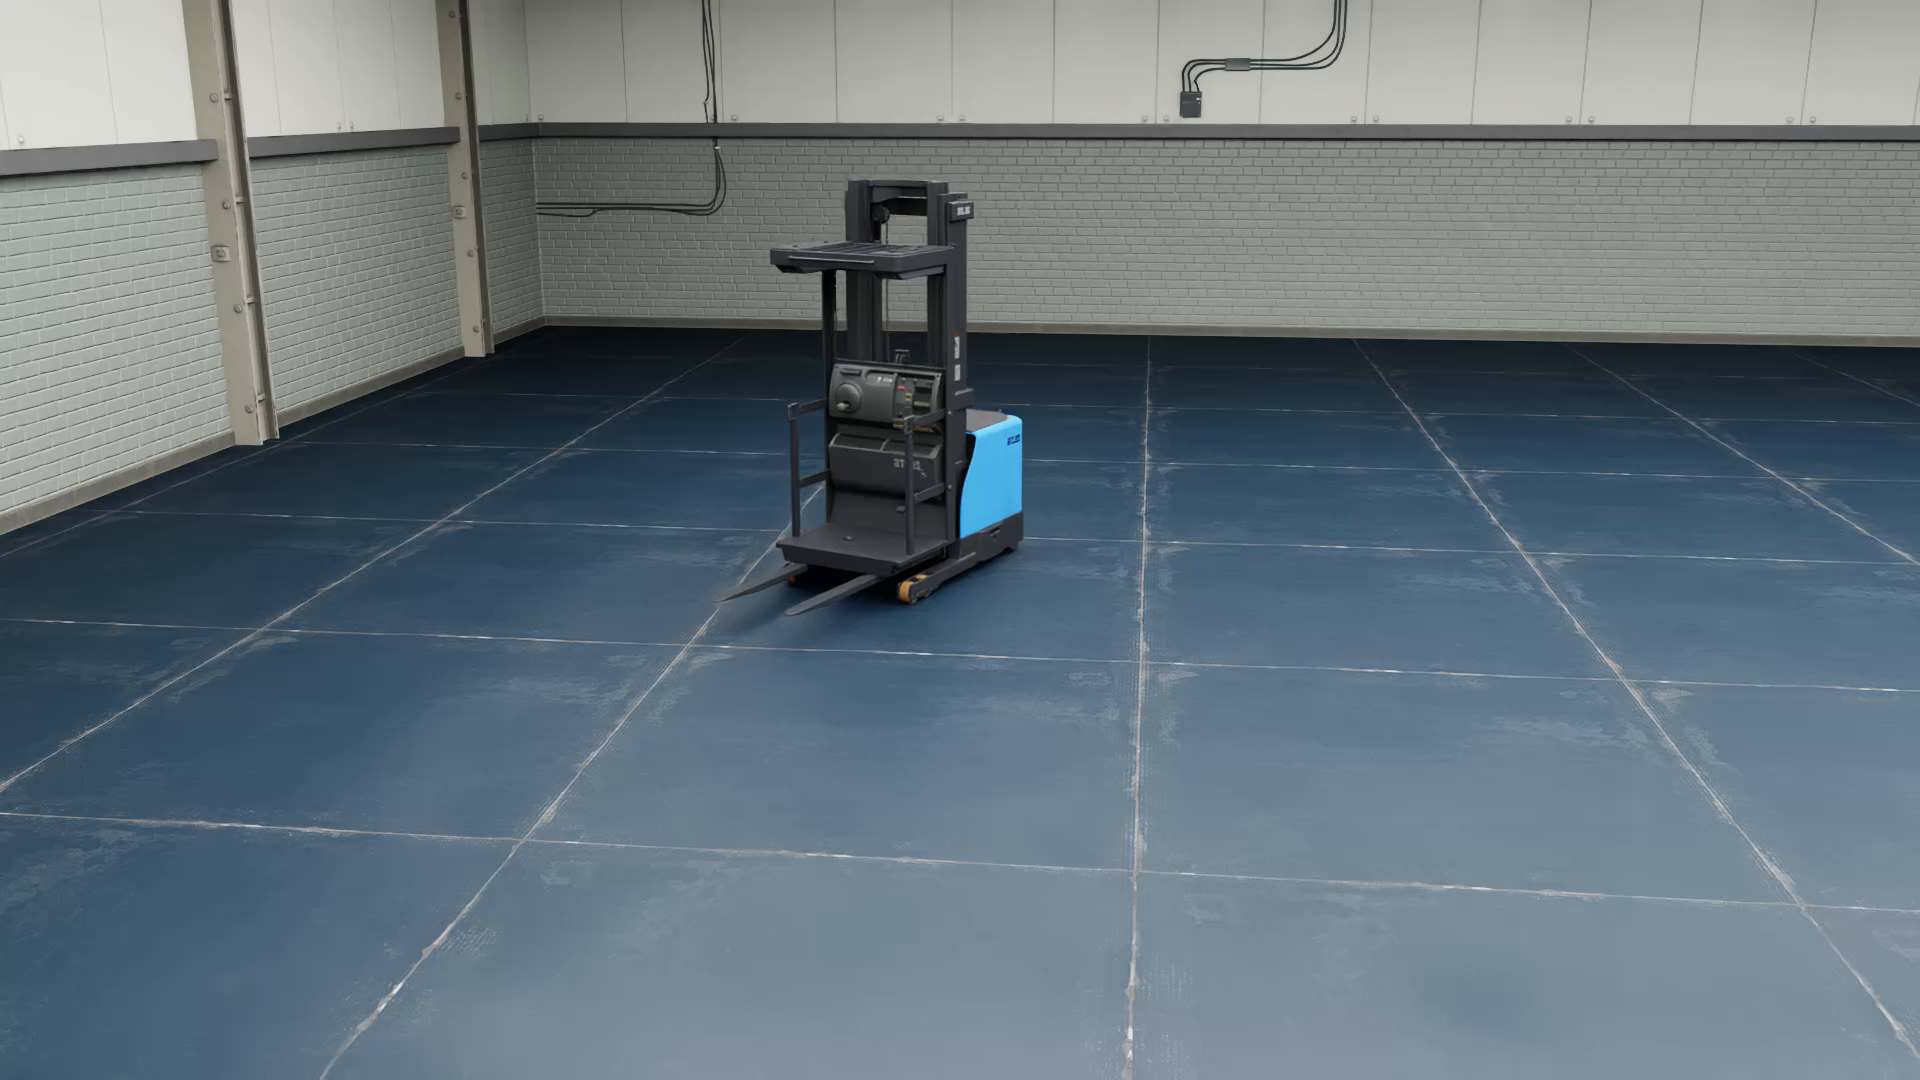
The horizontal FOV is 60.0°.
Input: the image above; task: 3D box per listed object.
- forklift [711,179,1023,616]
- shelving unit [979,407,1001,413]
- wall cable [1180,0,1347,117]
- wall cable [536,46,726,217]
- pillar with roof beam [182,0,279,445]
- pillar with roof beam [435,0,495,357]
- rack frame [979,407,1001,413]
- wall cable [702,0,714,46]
[{"bbox_3d":[-0.658,-1.091,12.080,1.130,2.935,3.031,8,17,29],"label":"forklift"},{"bbox_3d":[0.188,-0.552,13.691,0.215,1.050,0.252,8,17,29],"label":"shelving unit"},{"bbox_3d":[4.343,-9.025,23.282,2.305,6.003,0.169,2,15,6],"label":"wall cable"},{"bbox_3d":[-5.088,-6.168,25.181,3.097,2.526,0.112,2,15,6],"label":"wall cable"},{"bbox_3d":[-3.134,-5.259,15.870,9.100,9.000,0.400,2,15,6],"label":"pillar with roof beam"},{"bbox_3d":[-2.457,-6.815,21.625,9.100,9.000,0.400,2,15,6],"label":"pillar with roof beam"},{"bbox_3d":[0.249,-0.579,13.793,0.200,1.050,0.008,8,17,29],"label":"rack frame"},{"bbox_3d":[-2.400,-8.526,24.227,3.097,2.526,0.112,2,15,6],"label":"wall cable"}]
